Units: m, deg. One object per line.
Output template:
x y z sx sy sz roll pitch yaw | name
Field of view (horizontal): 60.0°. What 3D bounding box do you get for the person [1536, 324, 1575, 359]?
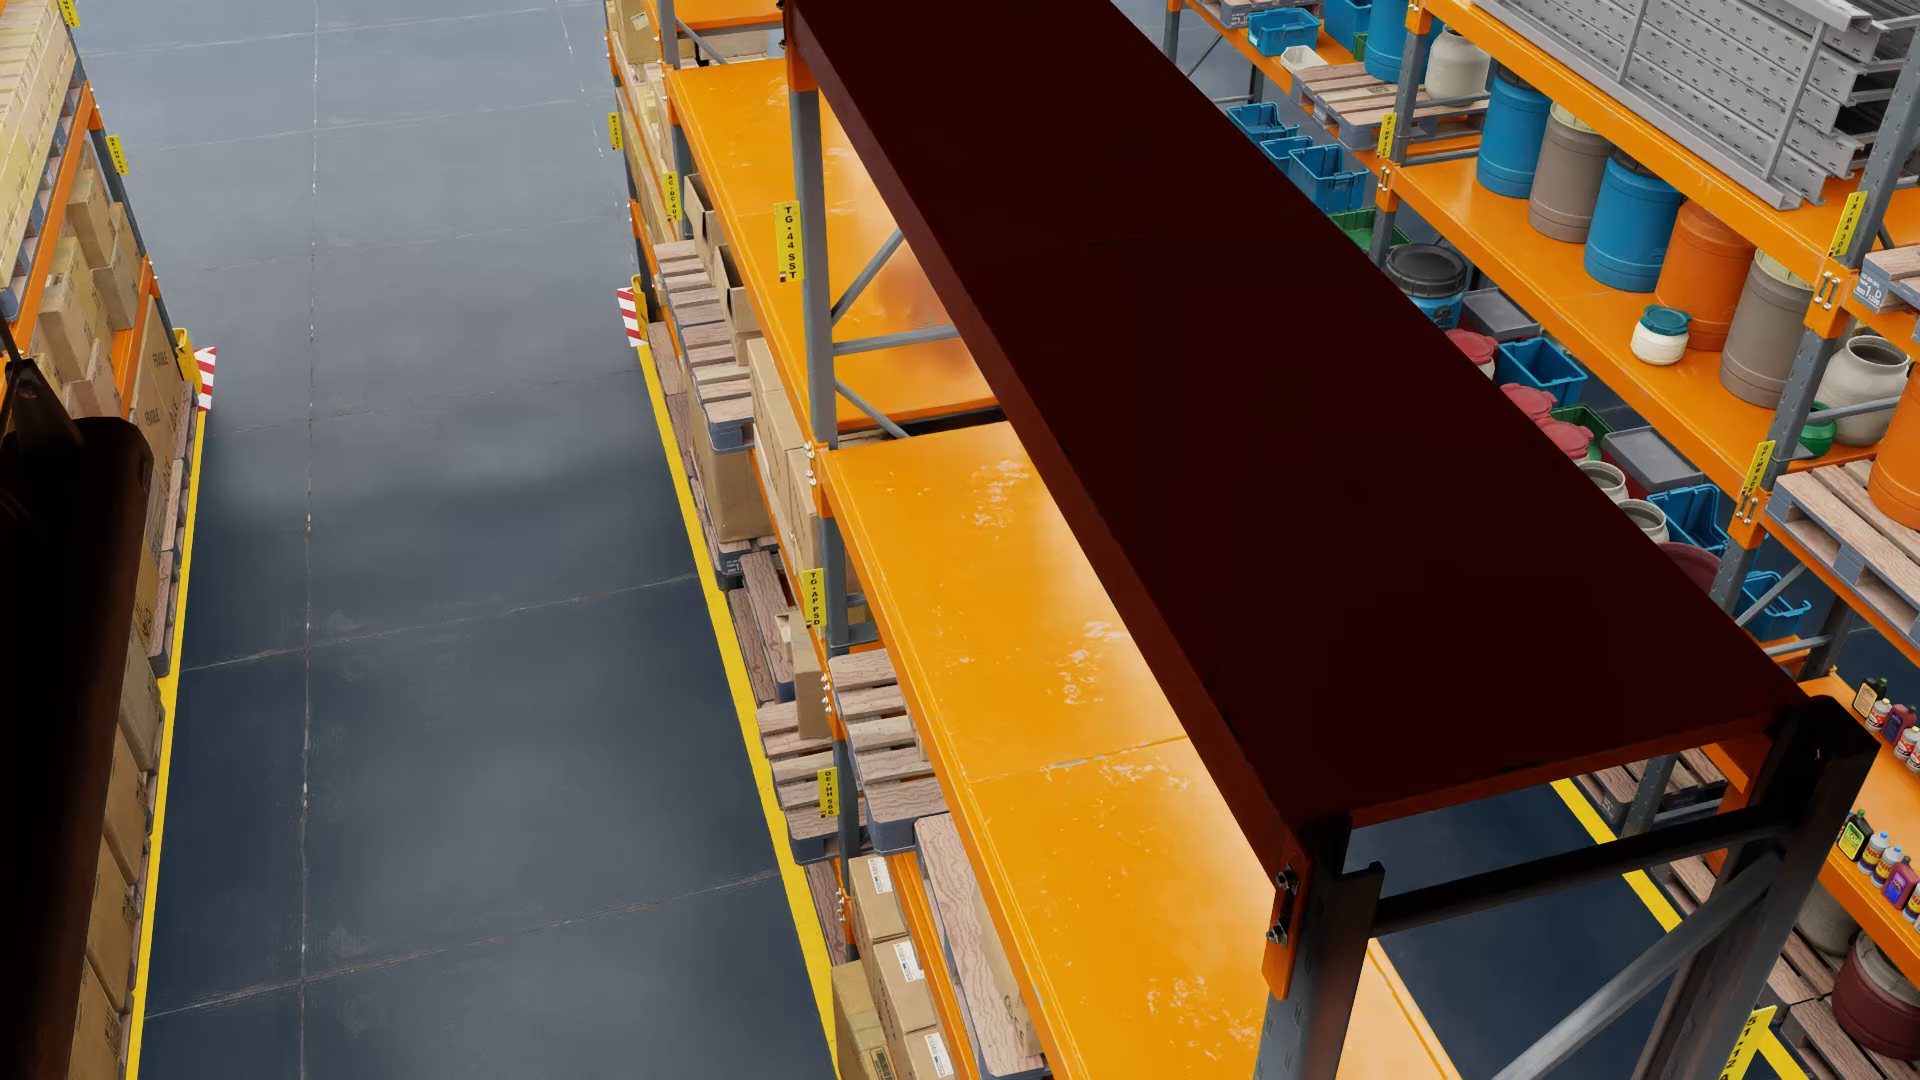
4.938 -1.612 13.605 0.506 1.528 0.990 5 39 6 | person
